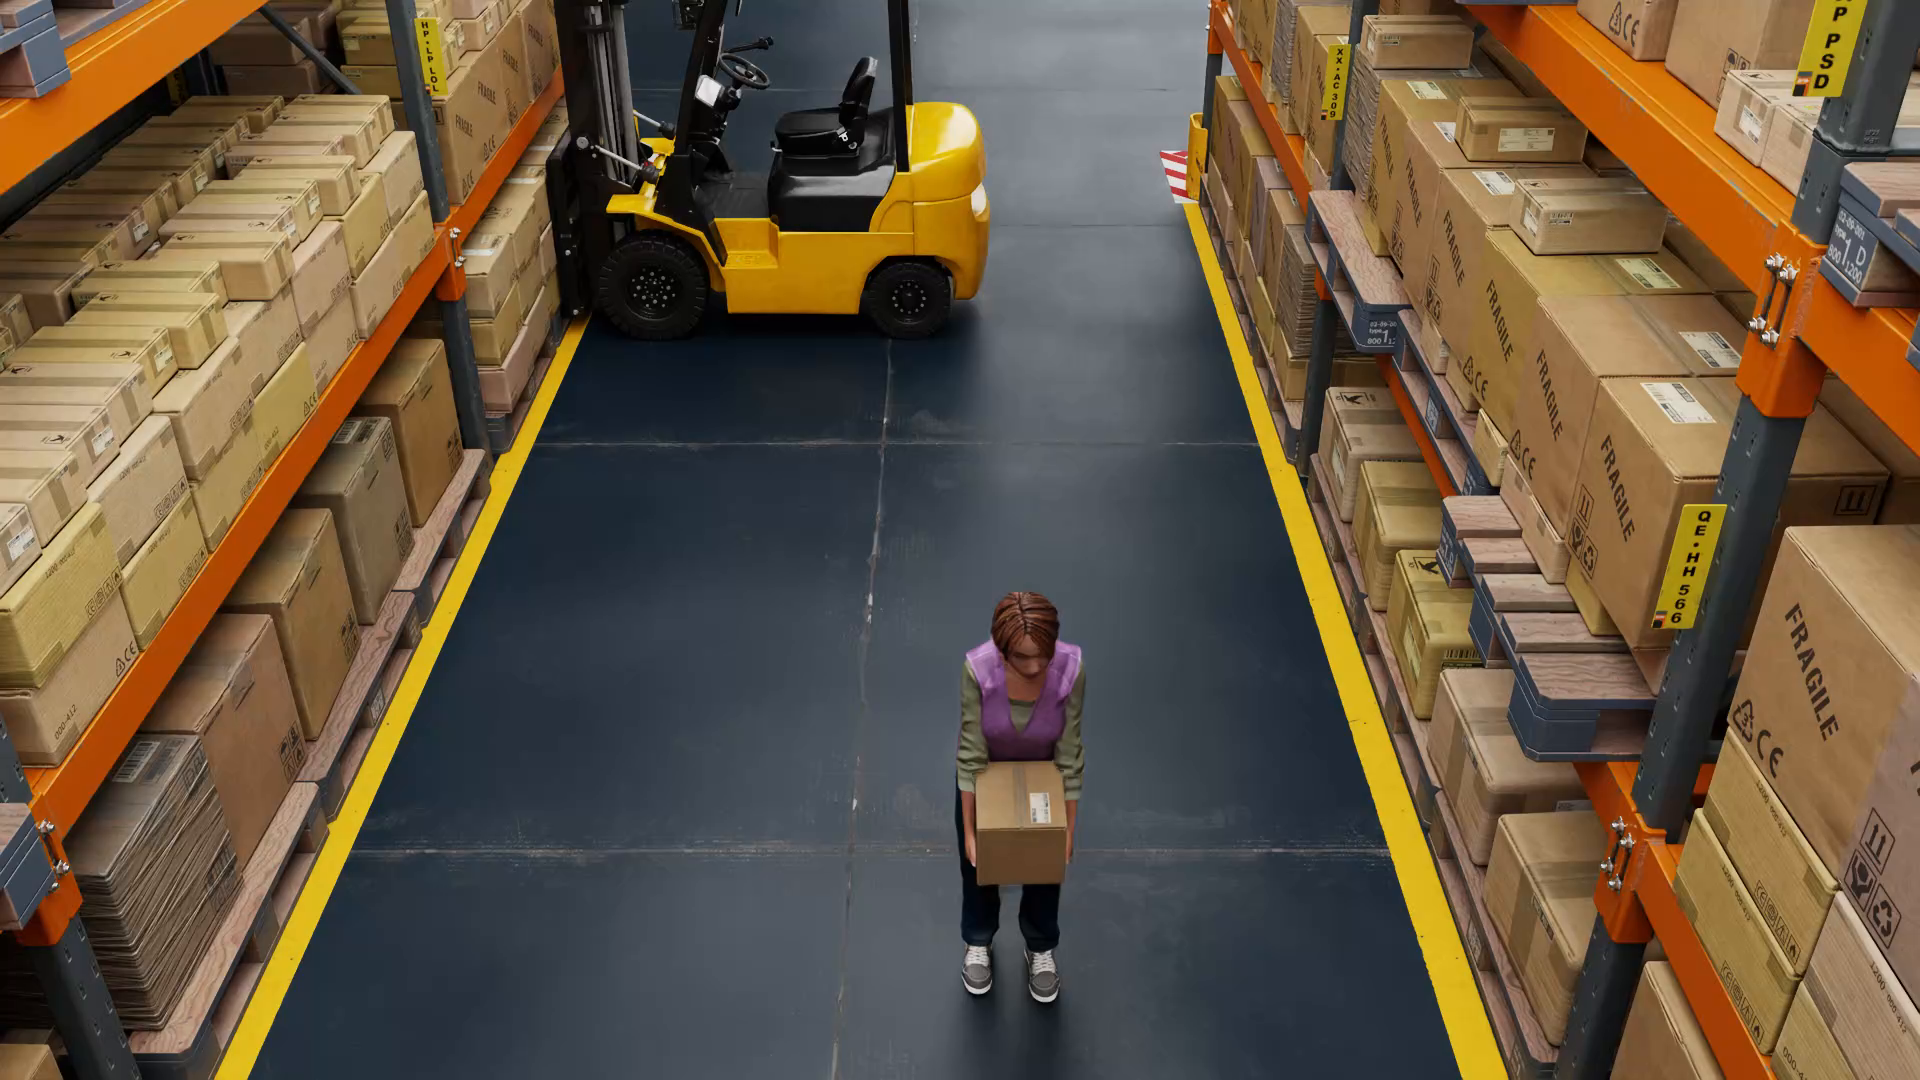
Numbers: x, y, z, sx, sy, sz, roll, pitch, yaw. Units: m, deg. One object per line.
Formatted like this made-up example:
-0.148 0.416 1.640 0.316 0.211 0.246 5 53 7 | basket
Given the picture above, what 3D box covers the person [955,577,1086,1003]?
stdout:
0.173 0.778 4.967 0.372 1.532 0.524 -1 32 -1 | person
